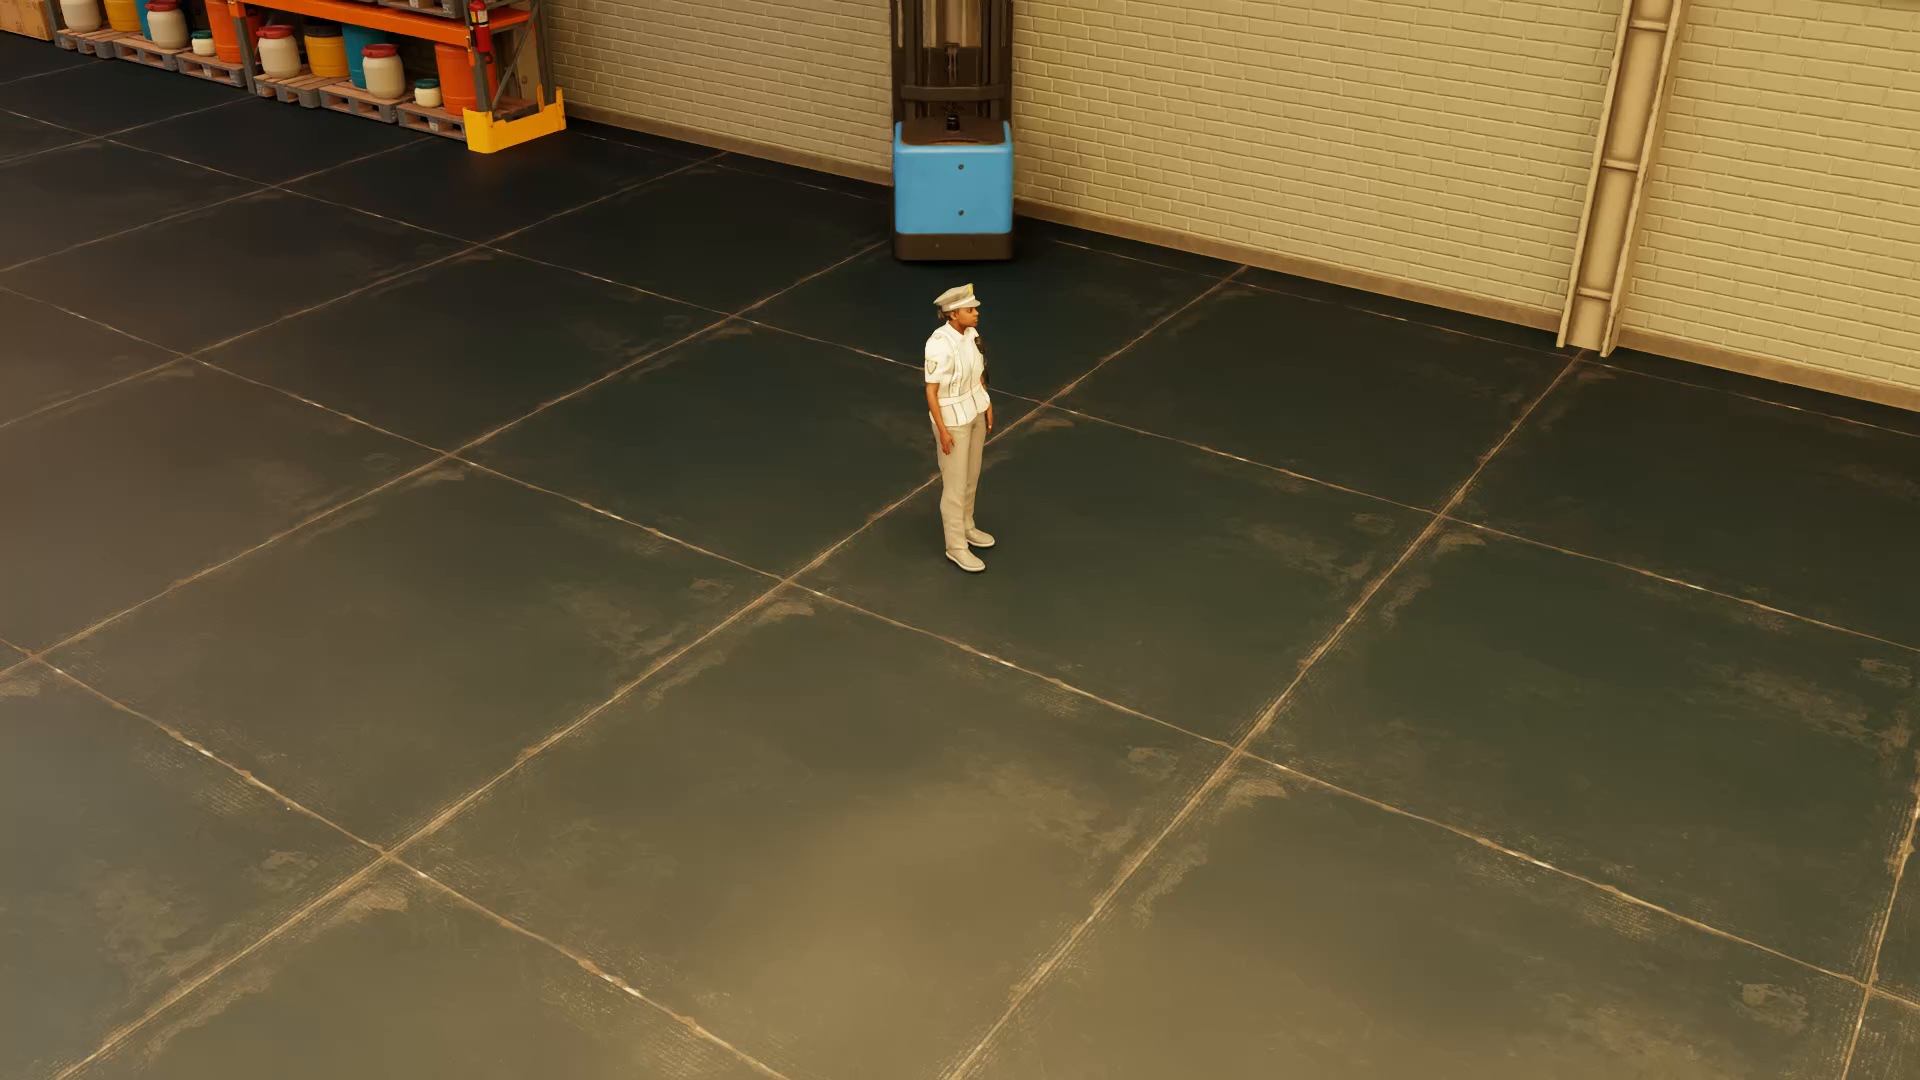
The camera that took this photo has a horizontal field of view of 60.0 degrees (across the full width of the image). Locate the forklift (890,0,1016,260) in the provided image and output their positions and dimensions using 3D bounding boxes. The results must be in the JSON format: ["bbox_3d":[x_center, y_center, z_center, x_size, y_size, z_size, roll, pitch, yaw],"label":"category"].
[{"bbox_3d":[-0.077,-4.420,15.192,1.130,2.935,3.031,-1,30,-1],"label":"forklift"}]

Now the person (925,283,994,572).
[{"bbox_3d":[0.051,-0.710,10.021,0.530,1.694,0.569,19,35,29],"label":"person"}]
